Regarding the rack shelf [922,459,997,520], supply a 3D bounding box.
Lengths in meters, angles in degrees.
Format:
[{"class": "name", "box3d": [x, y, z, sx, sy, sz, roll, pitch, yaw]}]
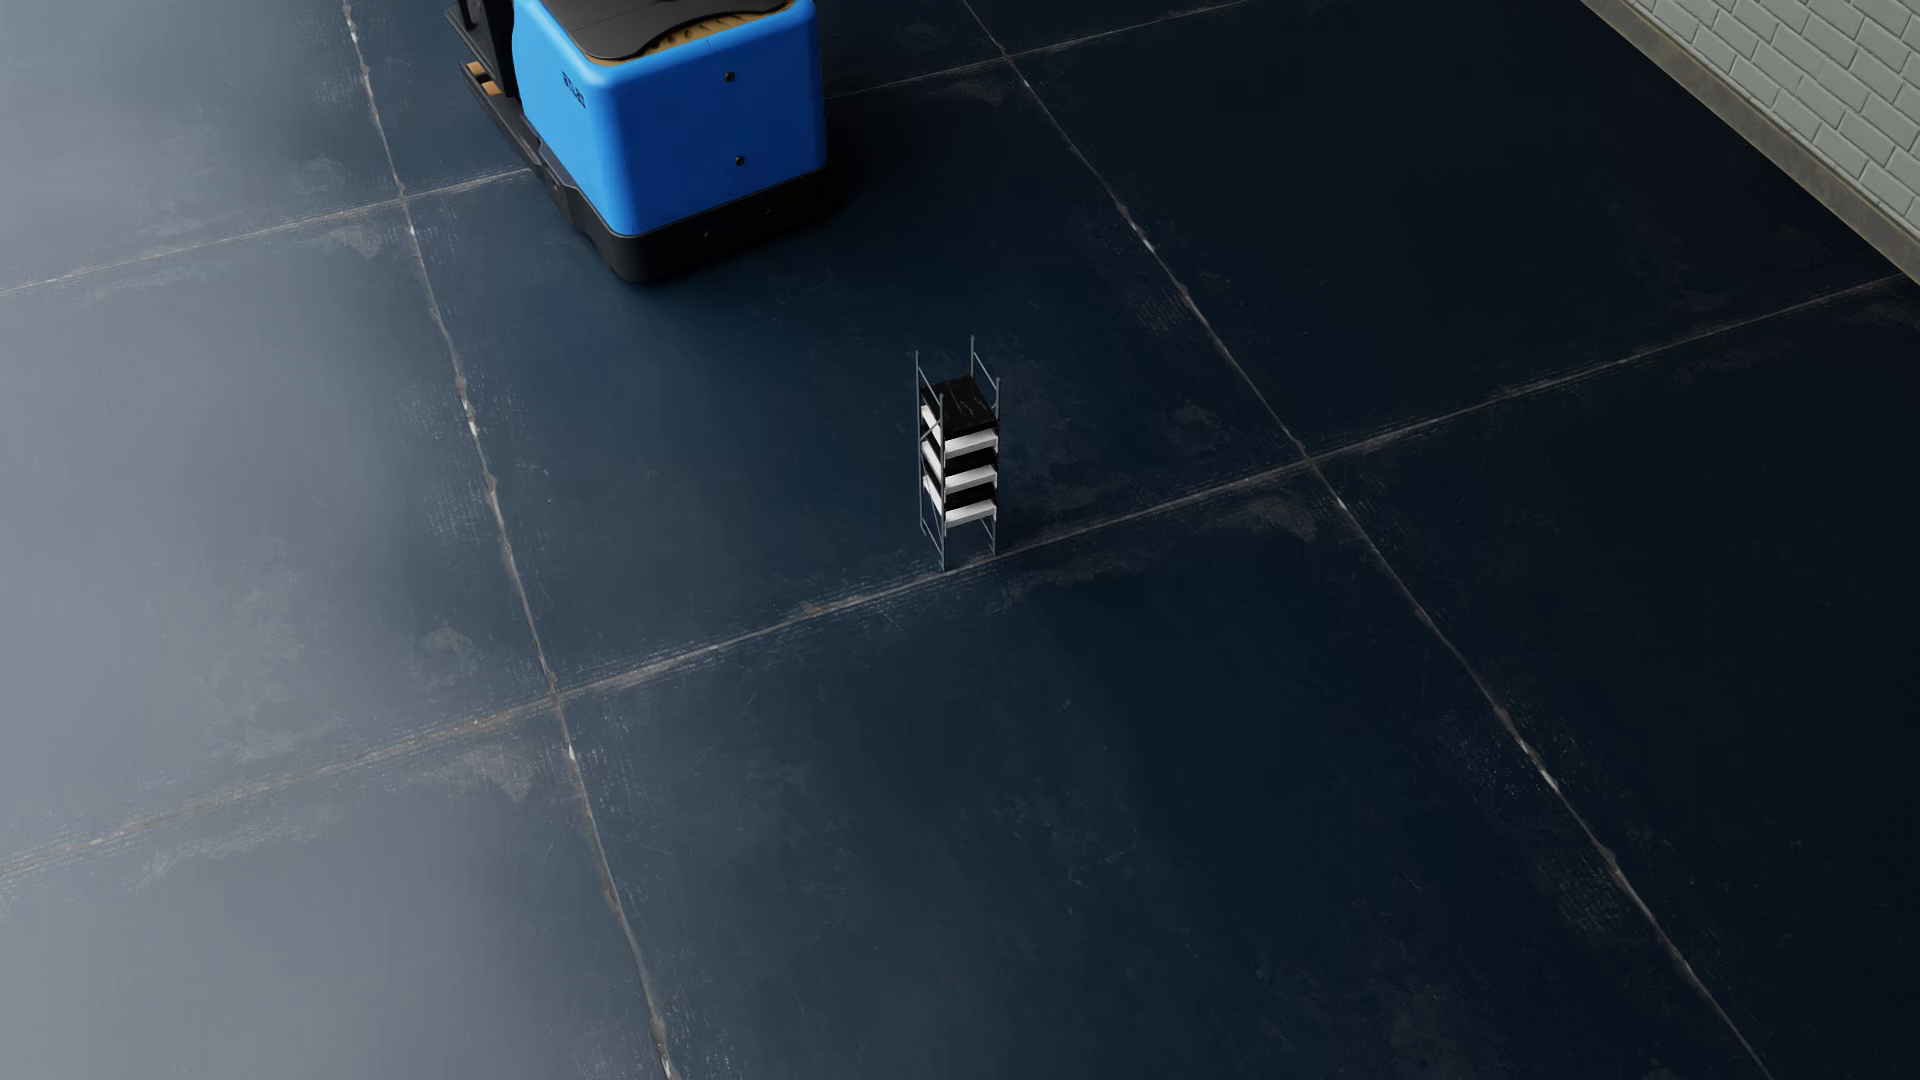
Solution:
[{"class": "rack shelf", "box3d": [-0.008, -0.211, 6.000, 0.200, 0.077, 0.258, -17, 52, -14]}]

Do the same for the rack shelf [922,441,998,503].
[{"class": "rack shelf", "box3d": [-0.008, -0.269, 5.932, 0.200, 0.077, 0.258, -17, 52, -14]}]

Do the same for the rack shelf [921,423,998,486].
[{"class": "rack shelf", "box3d": [-0.008, -0.328, 5.864, 0.200, 0.077, 0.258, -17, 52, -14]}]

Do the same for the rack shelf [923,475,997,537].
[{"class": "rack shelf", "box3d": [-0.008, -0.152, 6.068, 0.200, 0.077, 0.258, -17, 52, -14]}]

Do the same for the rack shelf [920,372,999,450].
[{"class": "rack shelf", "box3d": [-0.008, -0.445, 5.727, 0.200, 0.077, 0.258, -17, 52, -14]}]

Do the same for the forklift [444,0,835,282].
[{"class": "forklift", "box3d": [-1.764, -3.165, 7.036, 1.130, 2.935, 3.031, -25, 54, -20]}]

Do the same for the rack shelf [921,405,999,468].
[{"class": "rack shelf", "box3d": [-0.008, -0.386, 5.795, 0.200, 0.077, 0.258, -17, 52, -14]}]

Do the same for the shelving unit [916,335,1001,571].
[{"class": "shelving unit", "box3d": [-0.008, -0.291, 5.907, 0.210, 0.900, 0.258, -17, 52, -14]}]

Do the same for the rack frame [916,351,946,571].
[{"class": "rack frame", "box3d": [-0.102, -0.262, 5.882, 0.006, 0.900, 0.240, -17, 52, -14]}]

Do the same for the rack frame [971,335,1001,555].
[{"class": "rack frame", "box3d": [0.087, -0.320, 5.932, 0.006, 0.900, 0.240, -17, 52, -14]}]
